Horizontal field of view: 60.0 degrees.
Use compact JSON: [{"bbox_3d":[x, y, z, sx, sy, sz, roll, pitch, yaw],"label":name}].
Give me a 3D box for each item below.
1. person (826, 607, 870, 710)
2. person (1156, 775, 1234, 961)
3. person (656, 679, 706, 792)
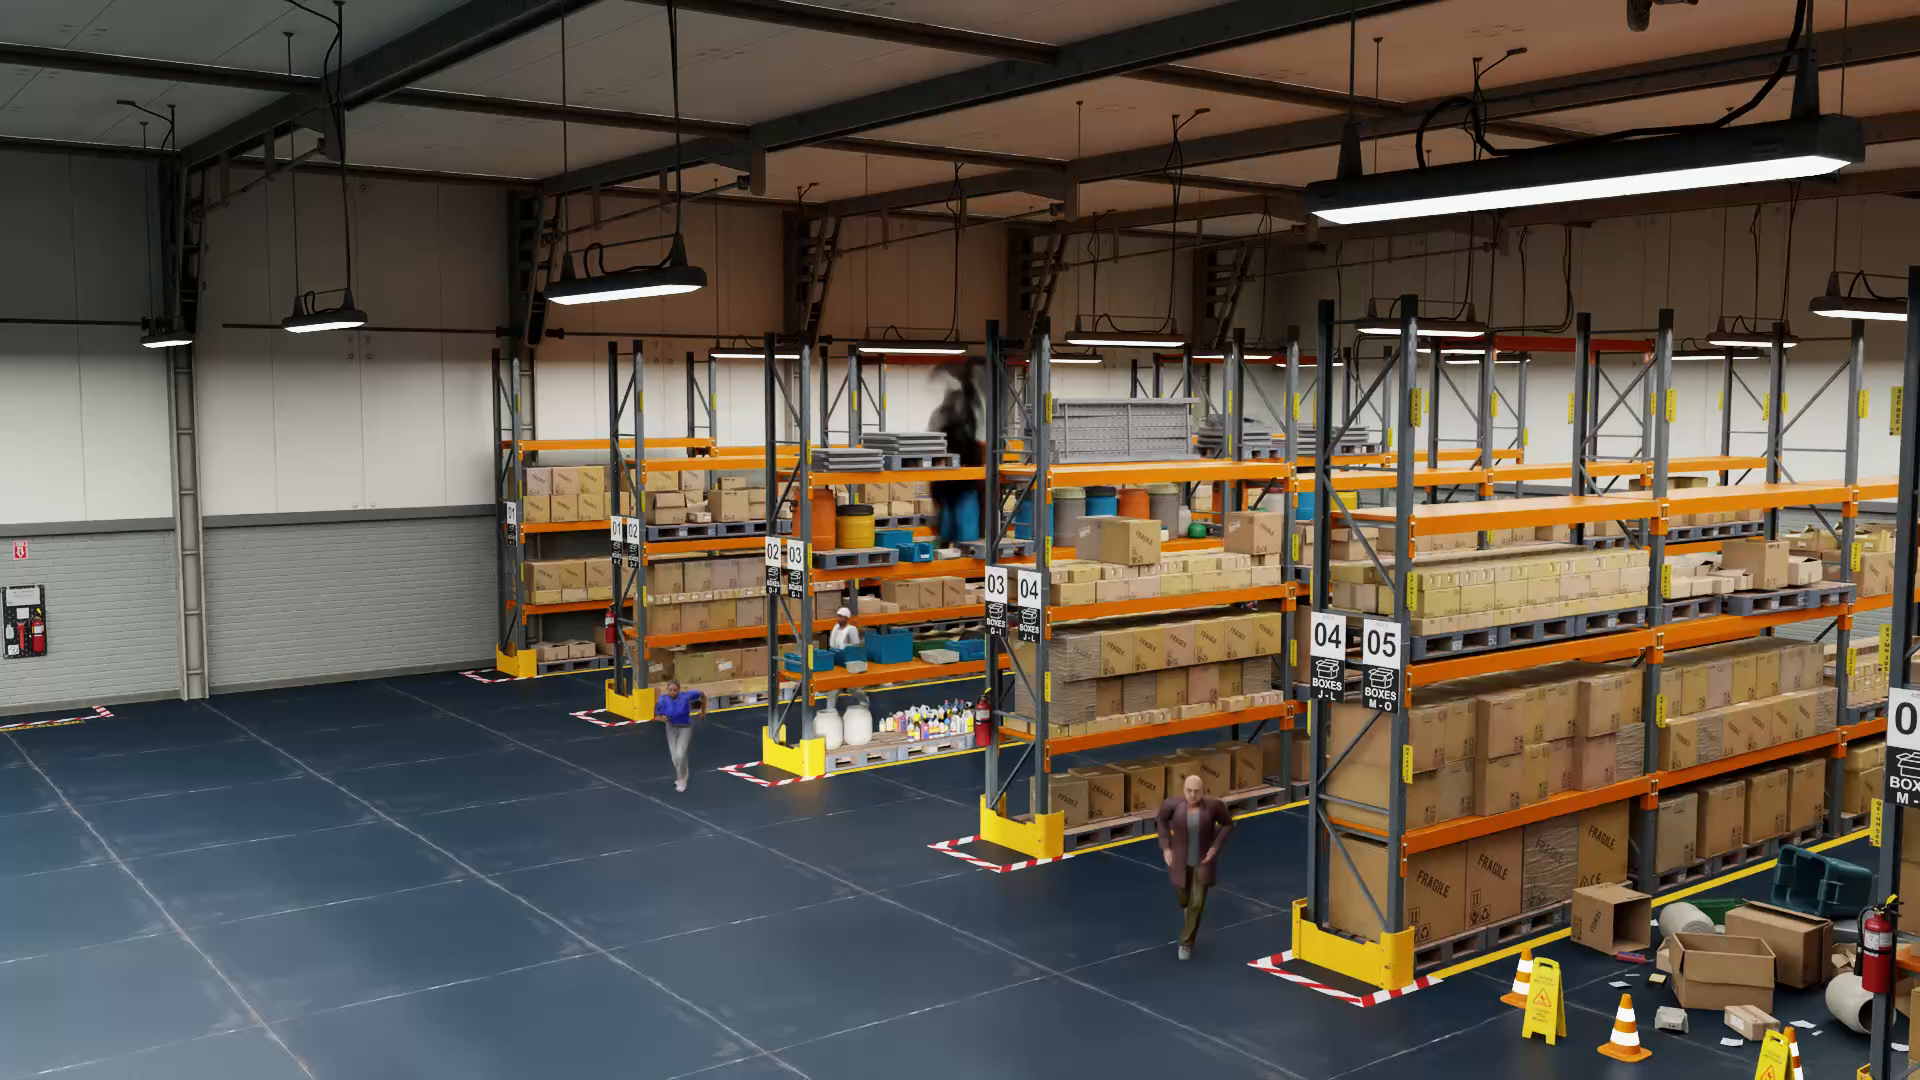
[{"bbox_3d":[-1.830,1.954,26.282,0.681,1.794,0.990,5,7,44],"label":"person"},{"bbox_3d":[2.181,2.977,15.488,0.711,1.725,0.863,1,5,7],"label":"person"},{"bbox_3d":[-3.614,2.515,21.616,0.606,1.539,0.940,0,5,3],"label":"person"}]
